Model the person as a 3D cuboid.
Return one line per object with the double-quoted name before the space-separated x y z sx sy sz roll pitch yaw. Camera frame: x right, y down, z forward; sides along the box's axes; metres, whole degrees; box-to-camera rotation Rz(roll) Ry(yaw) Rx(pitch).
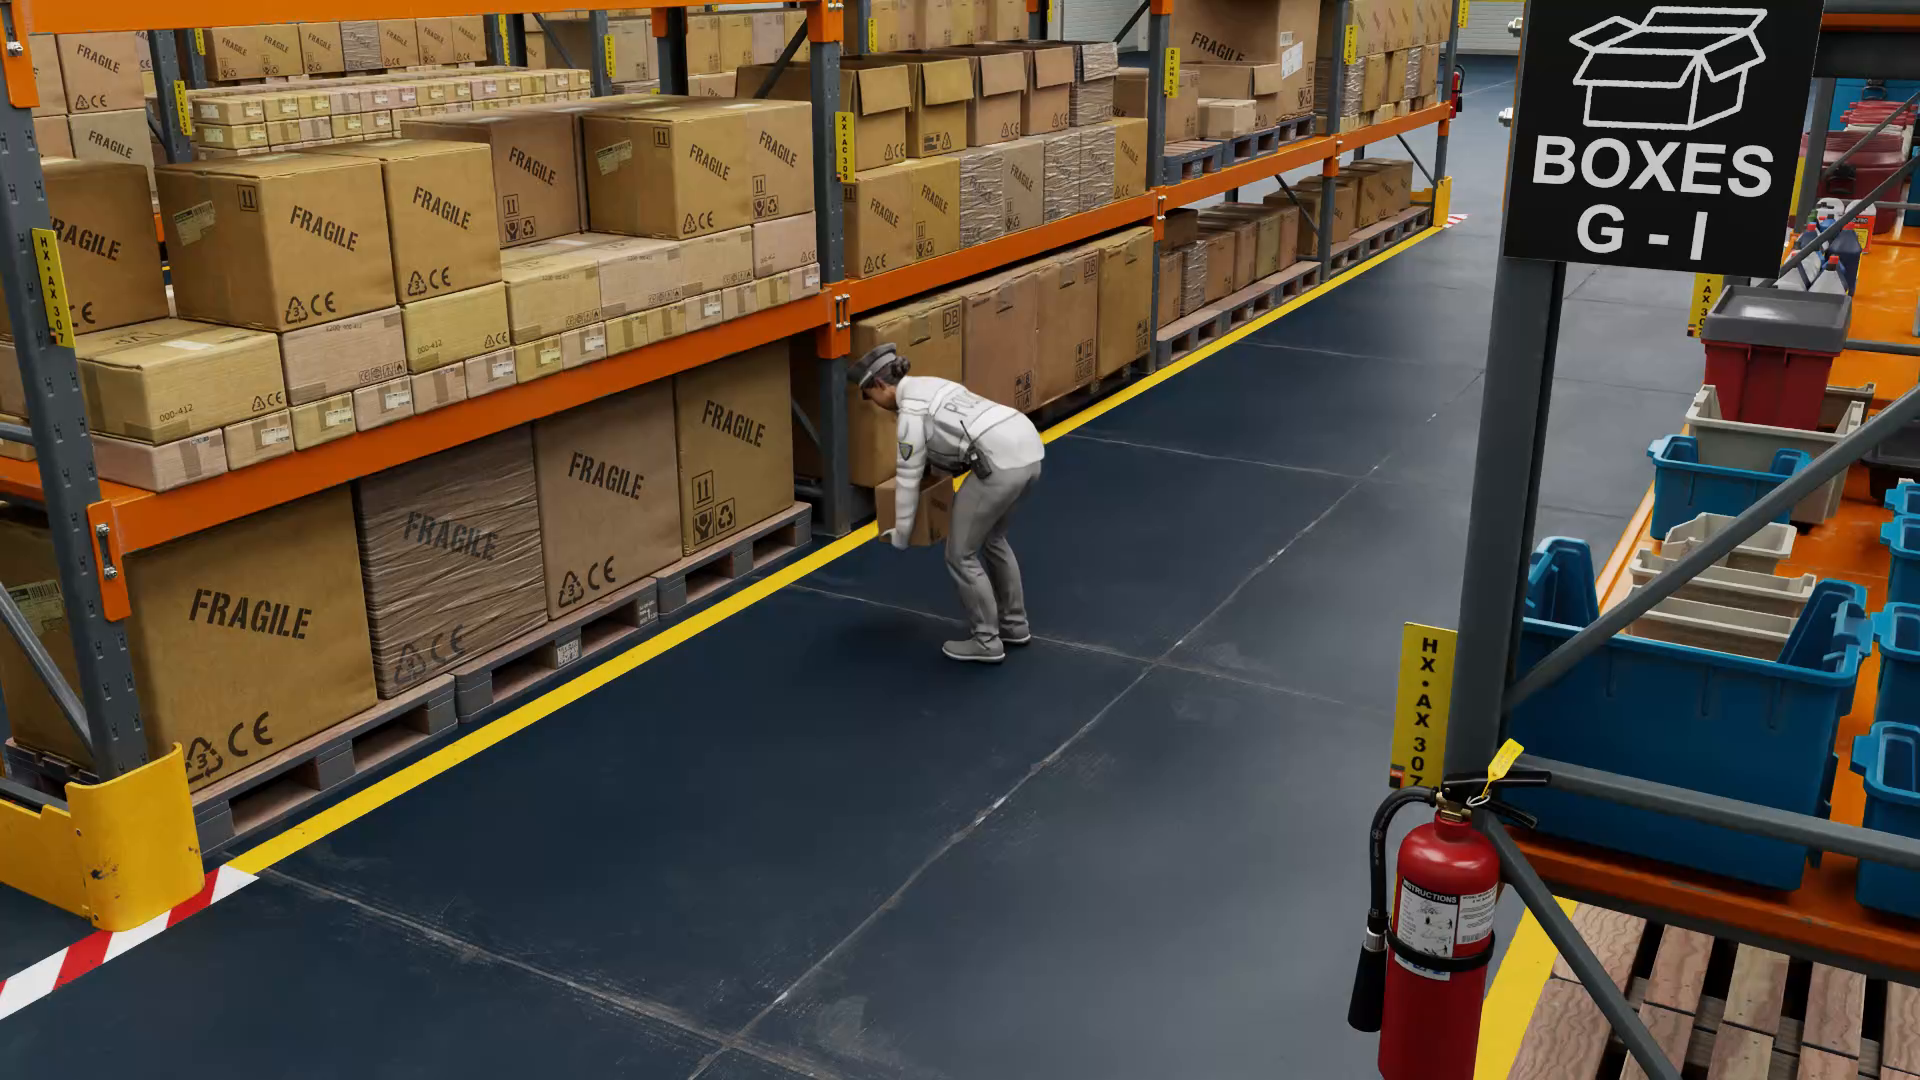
"person" -0.078 -0.173 7.101 0.887 1.306 0.412 10 22 26
